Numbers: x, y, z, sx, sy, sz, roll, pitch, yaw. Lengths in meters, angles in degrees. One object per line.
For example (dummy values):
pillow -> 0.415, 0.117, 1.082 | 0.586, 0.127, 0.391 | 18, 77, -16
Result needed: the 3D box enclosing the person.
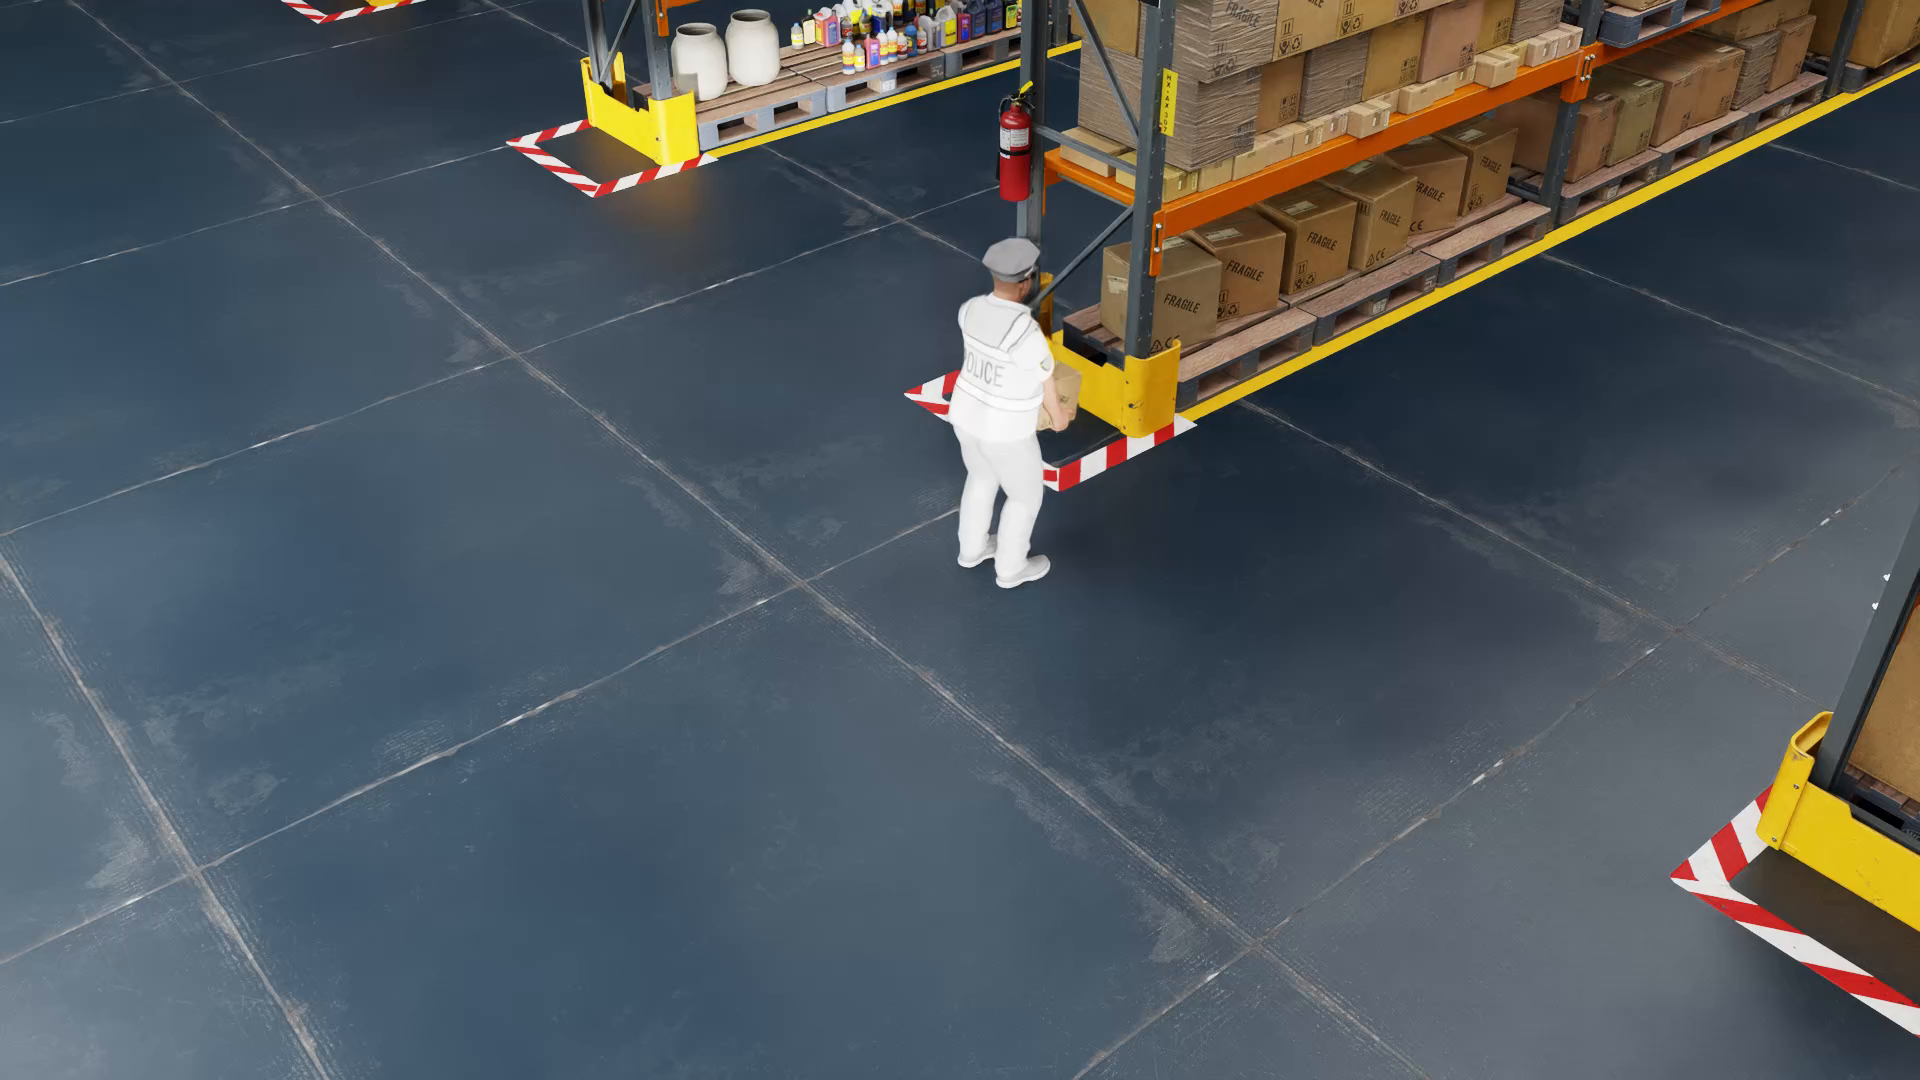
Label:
person -> 0.233, -0.592, 7.906 | 0.588, 1.750, 0.486 | -27, 44, -32
